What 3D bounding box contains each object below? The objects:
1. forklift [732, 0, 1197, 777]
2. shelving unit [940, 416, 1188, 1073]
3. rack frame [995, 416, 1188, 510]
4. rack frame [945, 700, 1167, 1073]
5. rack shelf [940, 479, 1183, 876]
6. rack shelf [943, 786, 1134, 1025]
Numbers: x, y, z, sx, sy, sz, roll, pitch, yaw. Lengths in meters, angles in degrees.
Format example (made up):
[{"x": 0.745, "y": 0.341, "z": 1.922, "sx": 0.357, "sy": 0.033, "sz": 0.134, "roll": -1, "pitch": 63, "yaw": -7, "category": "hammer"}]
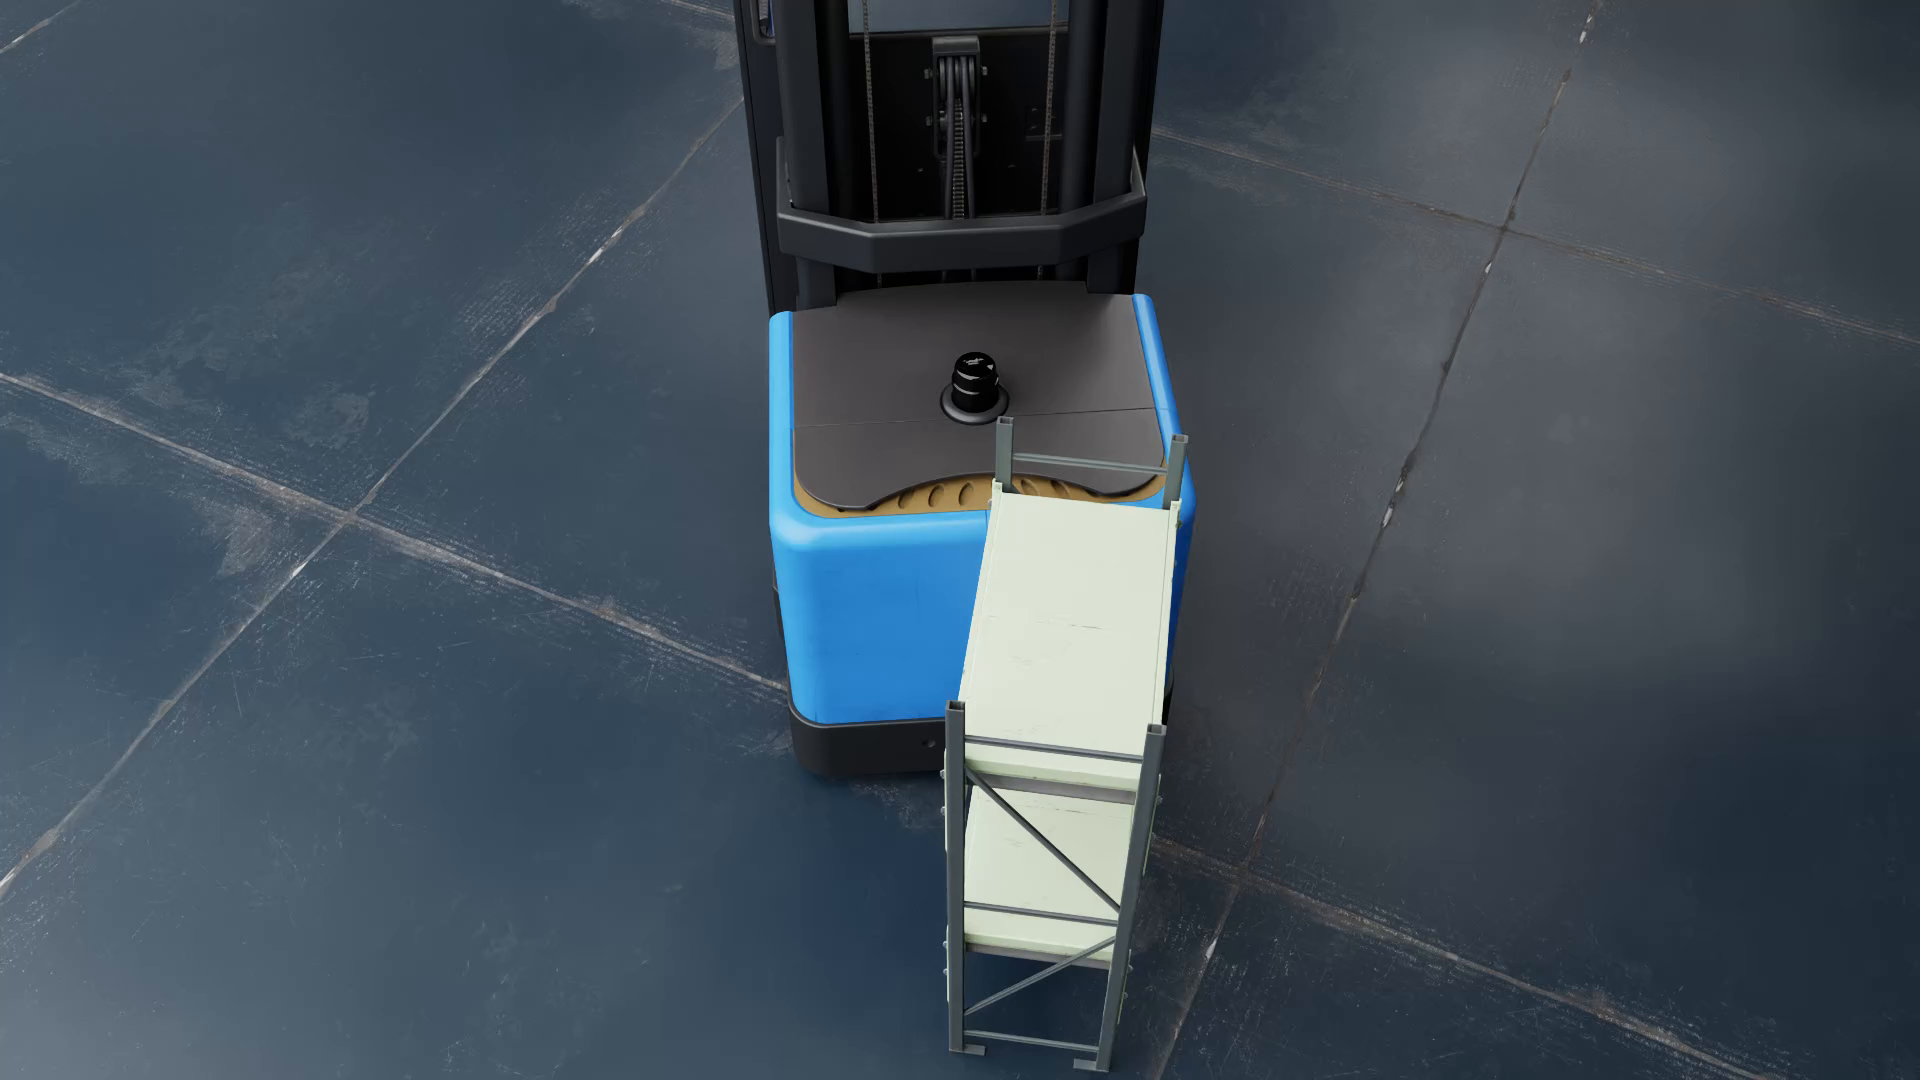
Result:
[{"x": -0.046, "y": -1.423, "z": 4.536, "sx": 1.130, "sy": 2.935, "sz": 3.031, "roll": -3, "pitch": 50, "yaw": -3, "category": "forklift"}, {"x": 0.225, "y": 0.531, "z": 3.814, "sx": 0.431, "sy": 1.500, "sz": 0.755, "roll": 6, "pitch": 50, "yaw": 5, "category": "shelving unit"}, {"x": 0.276, "y": 0.255, "z": 4.048, "sx": 0.400, "sy": 1.500, "sz": 0.023, "roll": 6, "pitch": 50, "yaw": 5, "category": "rack frame"}, {"x": 0.173, "y": 0.807, "z": 3.579, "sx": 0.400, "sy": 1.500, "sz": 0.023, "roll": 6, "pitch": 50, "yaw": 5, "category": "rack frame"}, {"x": 0.225, "y": 0.278, "z": 3.516, "sx": 0.431, "sy": 0.370, "sz": 0.720, "roll": 6, "pitch": 50, "yaw": 5, "category": "rack shelf"}, {"x": 0.225, "y": 0.742, "z": 4.062, "sx": 0.431, "sy": 0.370, "sz": 0.720, "roll": 6, "pitch": 50, "yaw": 5, "category": "rack shelf"}]
